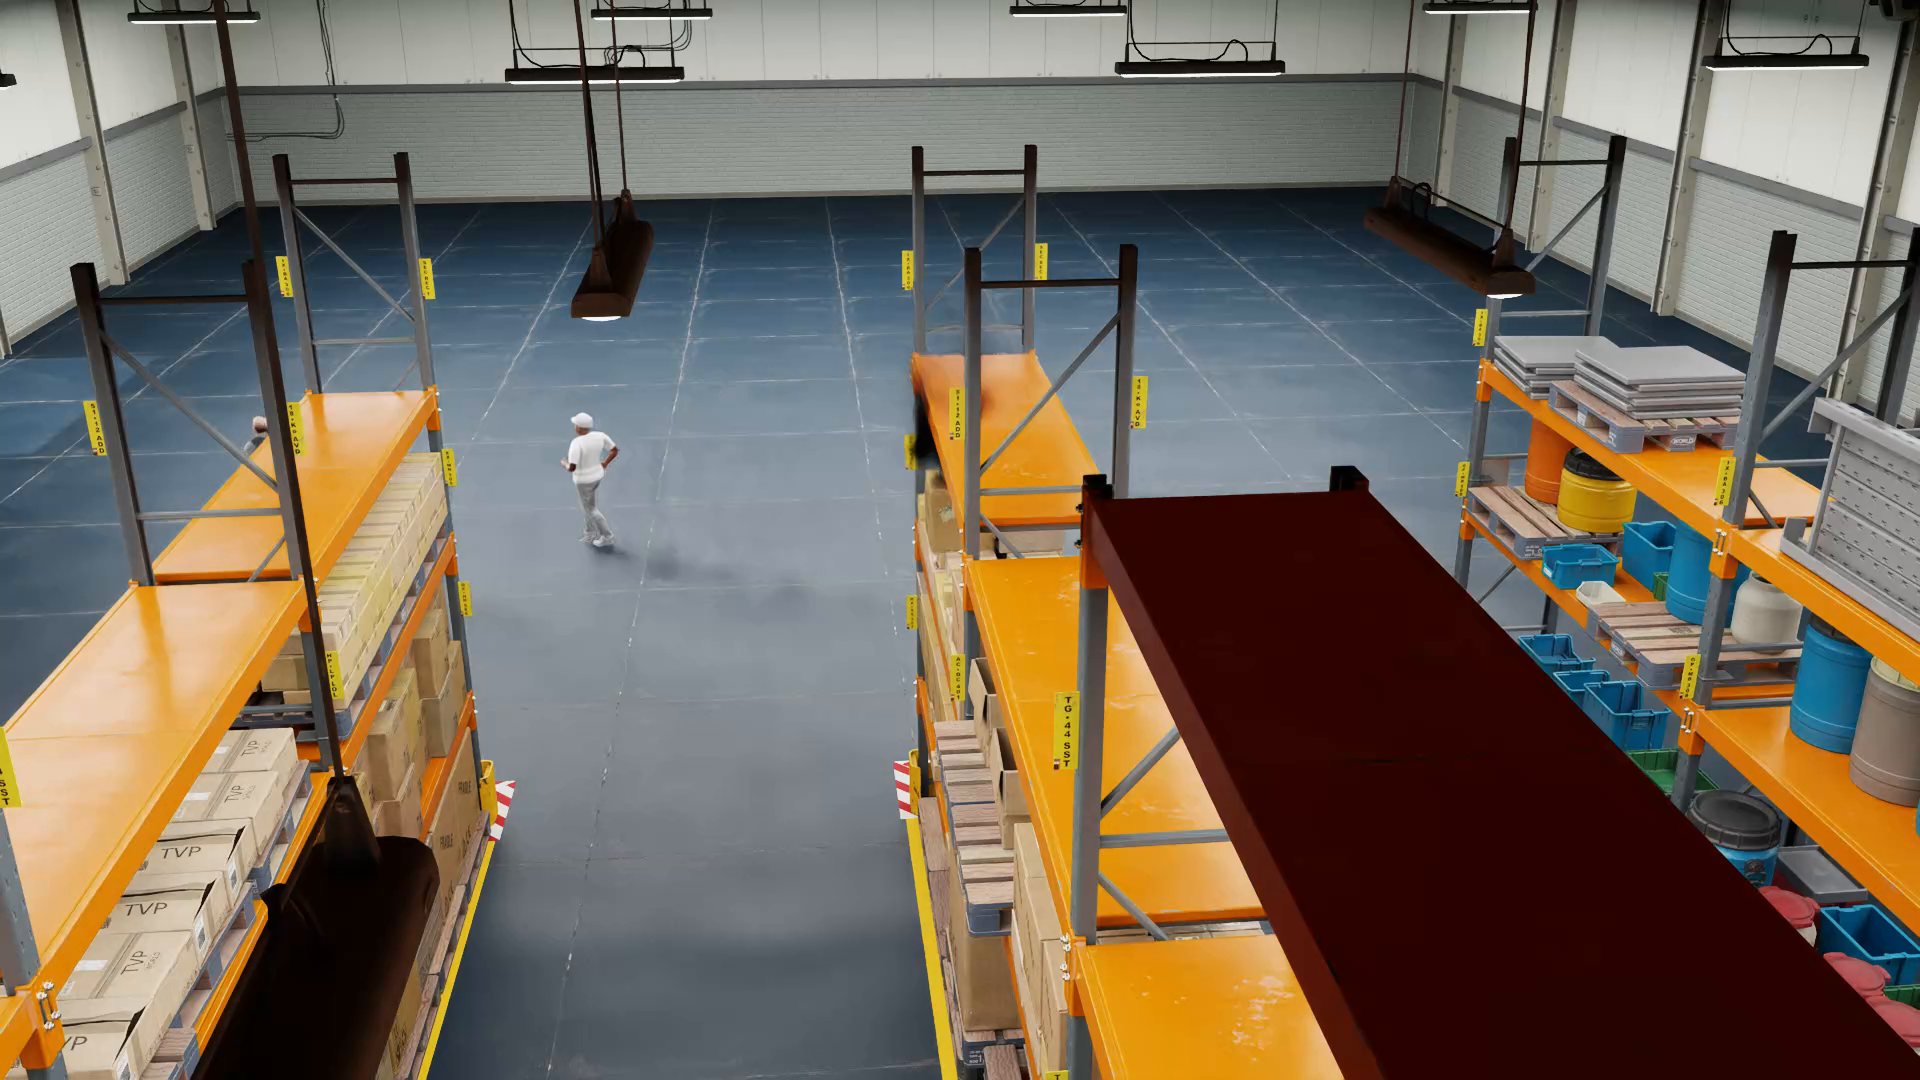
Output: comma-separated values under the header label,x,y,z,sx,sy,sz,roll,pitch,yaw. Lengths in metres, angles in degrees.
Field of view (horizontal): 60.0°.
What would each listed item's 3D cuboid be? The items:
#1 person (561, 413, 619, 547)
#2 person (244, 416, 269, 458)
label,x,y,z,sx,sy,sz,roll,pitch,yaw
person,-4.714,-0.734,21.138,0.692,1.830,0.685,10,24,25
person,-8.876,-0.778,21.304,0.601,1.688,0.667,14,25,31
